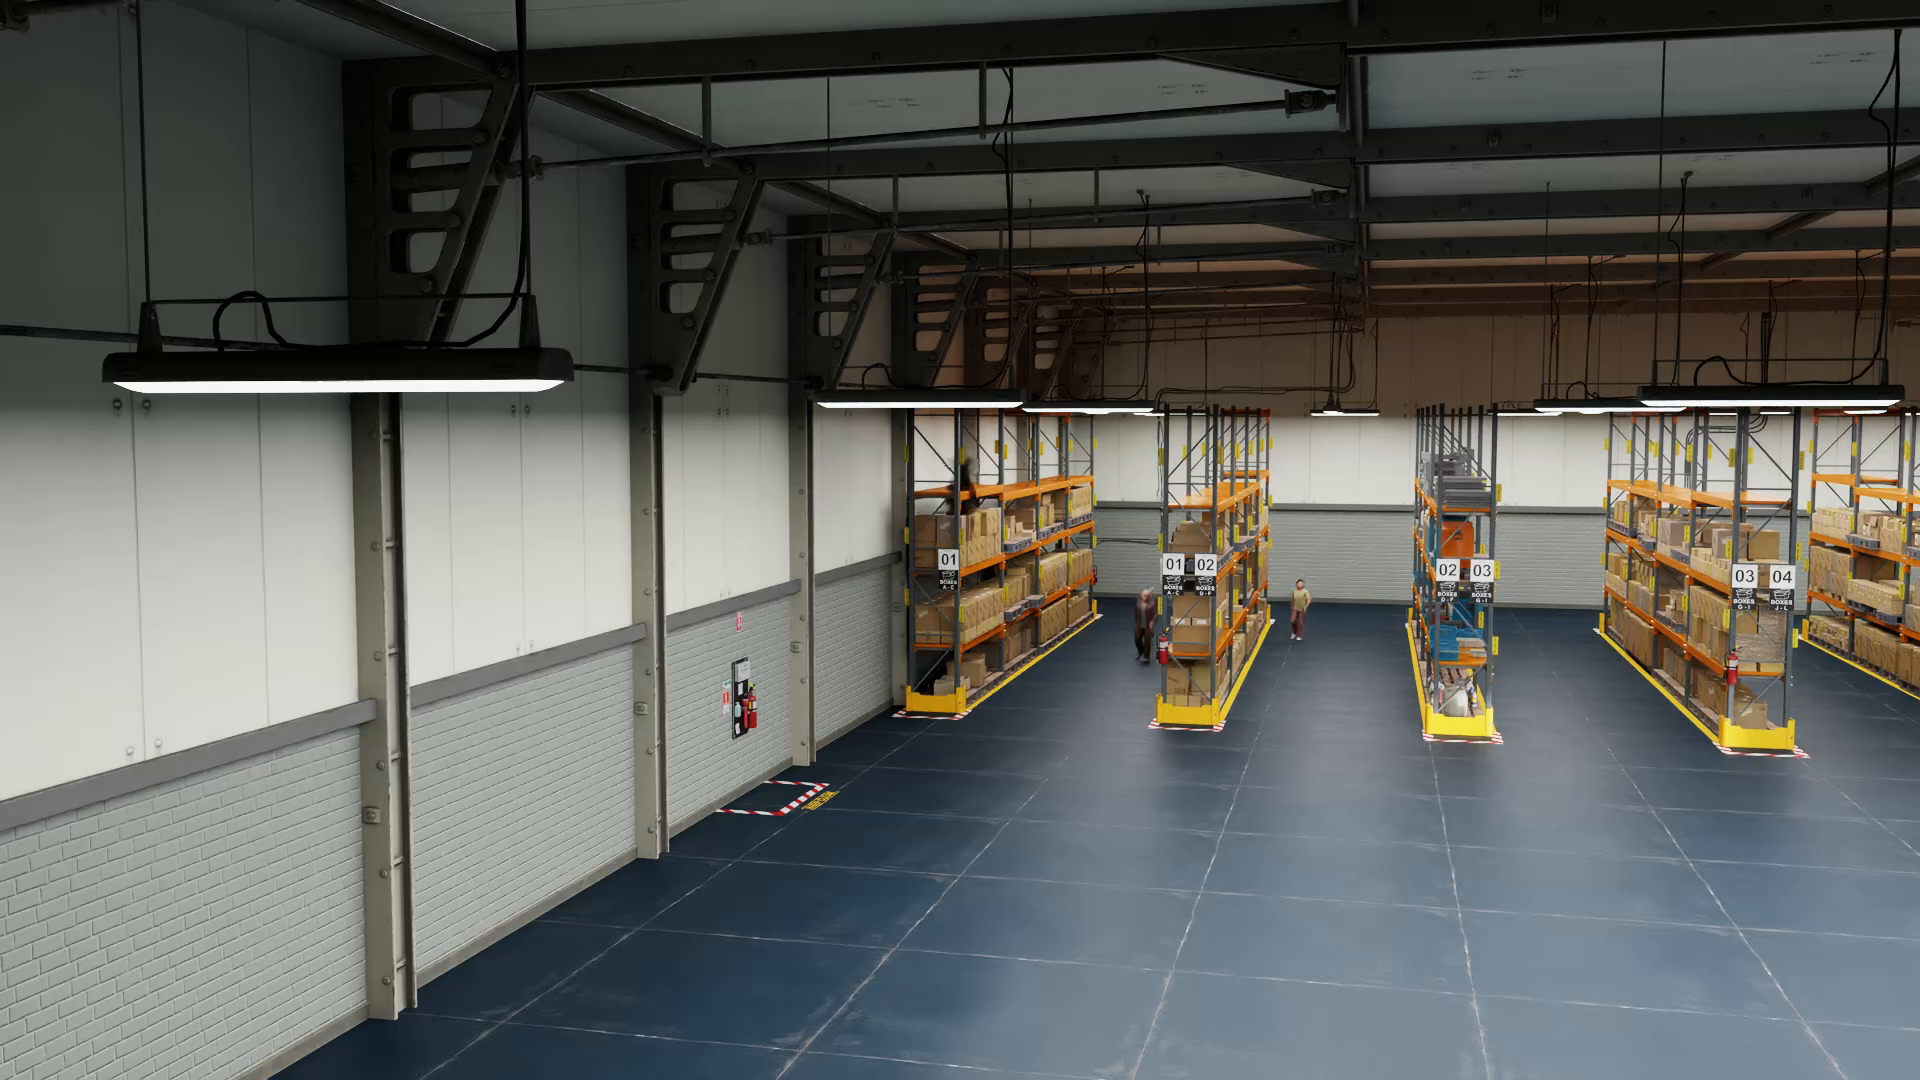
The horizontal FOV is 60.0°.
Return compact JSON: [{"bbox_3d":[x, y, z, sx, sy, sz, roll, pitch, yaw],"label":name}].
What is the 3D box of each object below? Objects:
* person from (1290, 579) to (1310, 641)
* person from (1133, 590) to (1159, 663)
[{"bbox_3d":[8.711,1.797,42.664,0.558,1.617,0.729,1,4,19],"label":"person"},{"bbox_3d":[4.312,2.023,38.787,0.699,1.731,0.815,2,4,21],"label":"person"}]
